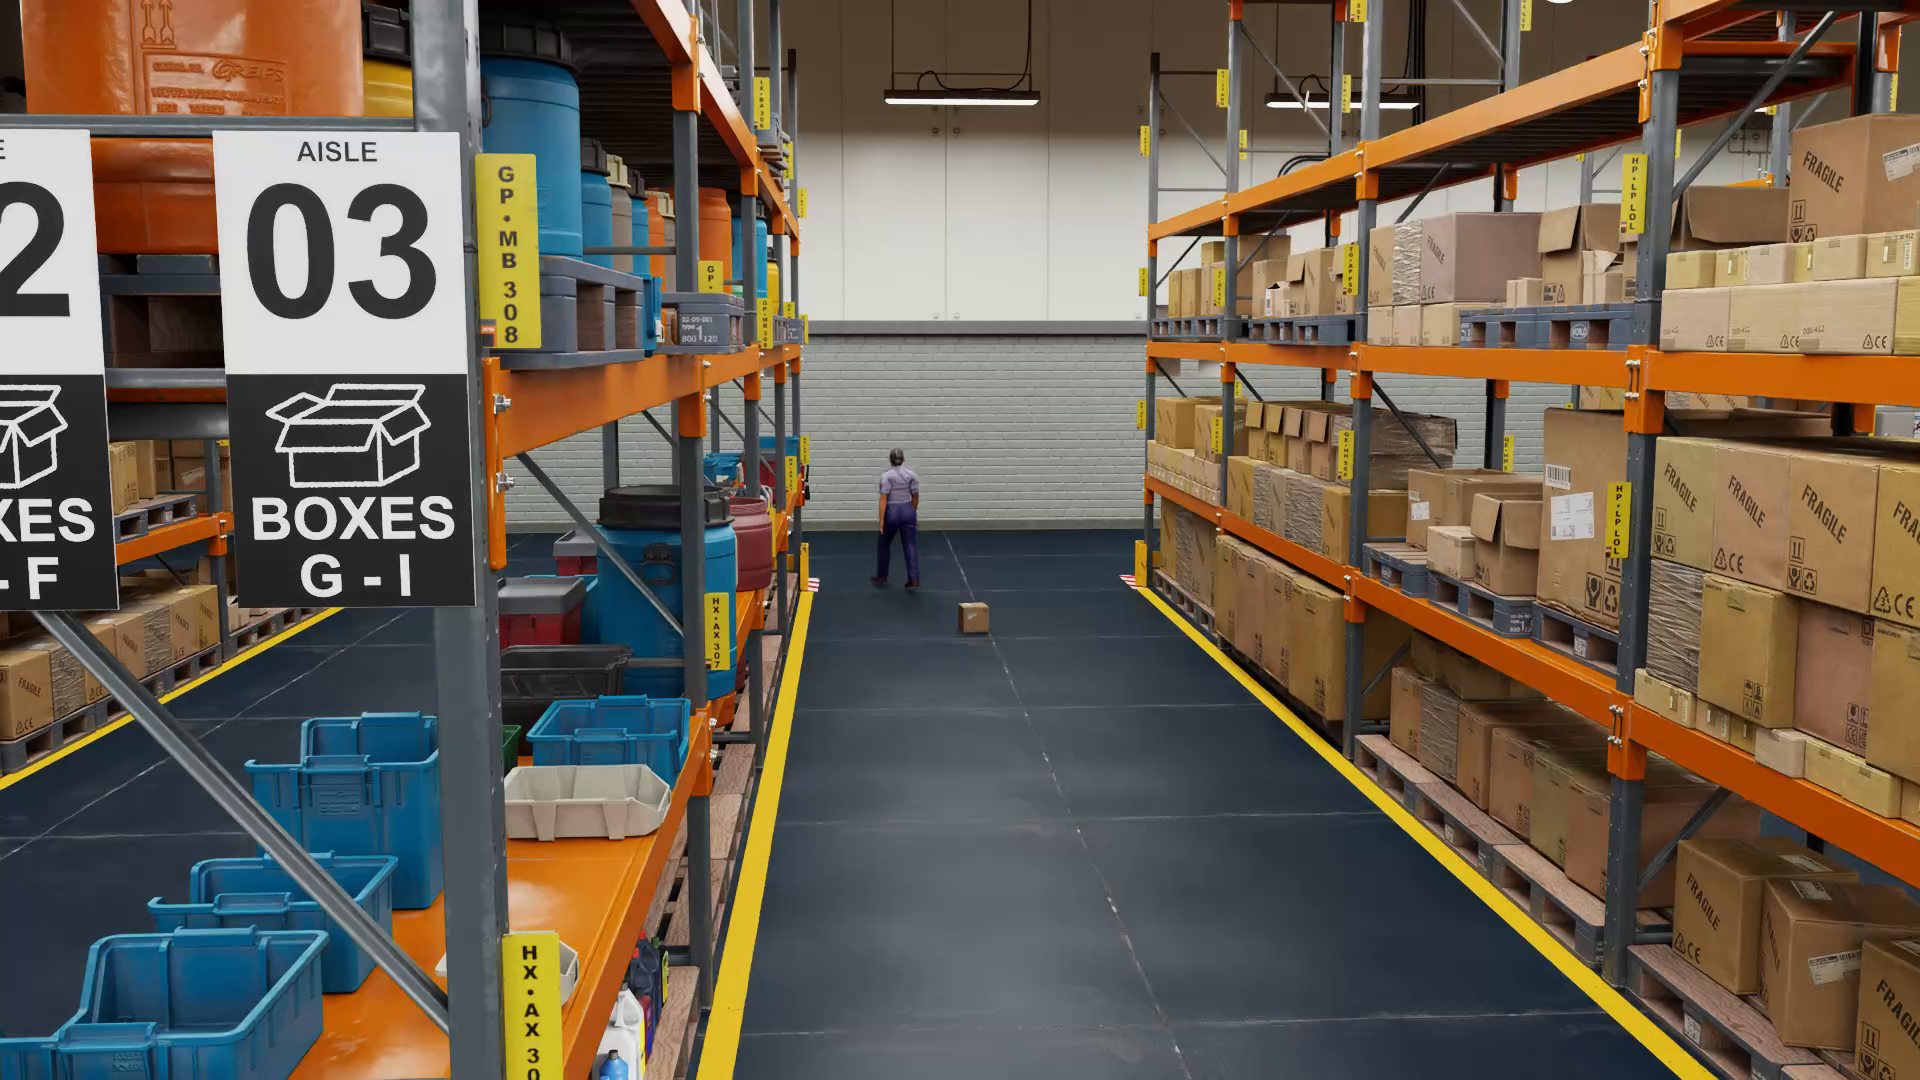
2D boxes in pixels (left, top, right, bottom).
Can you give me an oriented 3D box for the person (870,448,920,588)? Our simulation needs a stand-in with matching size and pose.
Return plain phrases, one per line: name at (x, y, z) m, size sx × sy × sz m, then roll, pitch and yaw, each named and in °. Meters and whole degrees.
person at (-0.723, -0.271, 18.986) m, size 0.511 × 1.583 × 1.008 m, roll -2°, pitch 7°, yaw -17°
